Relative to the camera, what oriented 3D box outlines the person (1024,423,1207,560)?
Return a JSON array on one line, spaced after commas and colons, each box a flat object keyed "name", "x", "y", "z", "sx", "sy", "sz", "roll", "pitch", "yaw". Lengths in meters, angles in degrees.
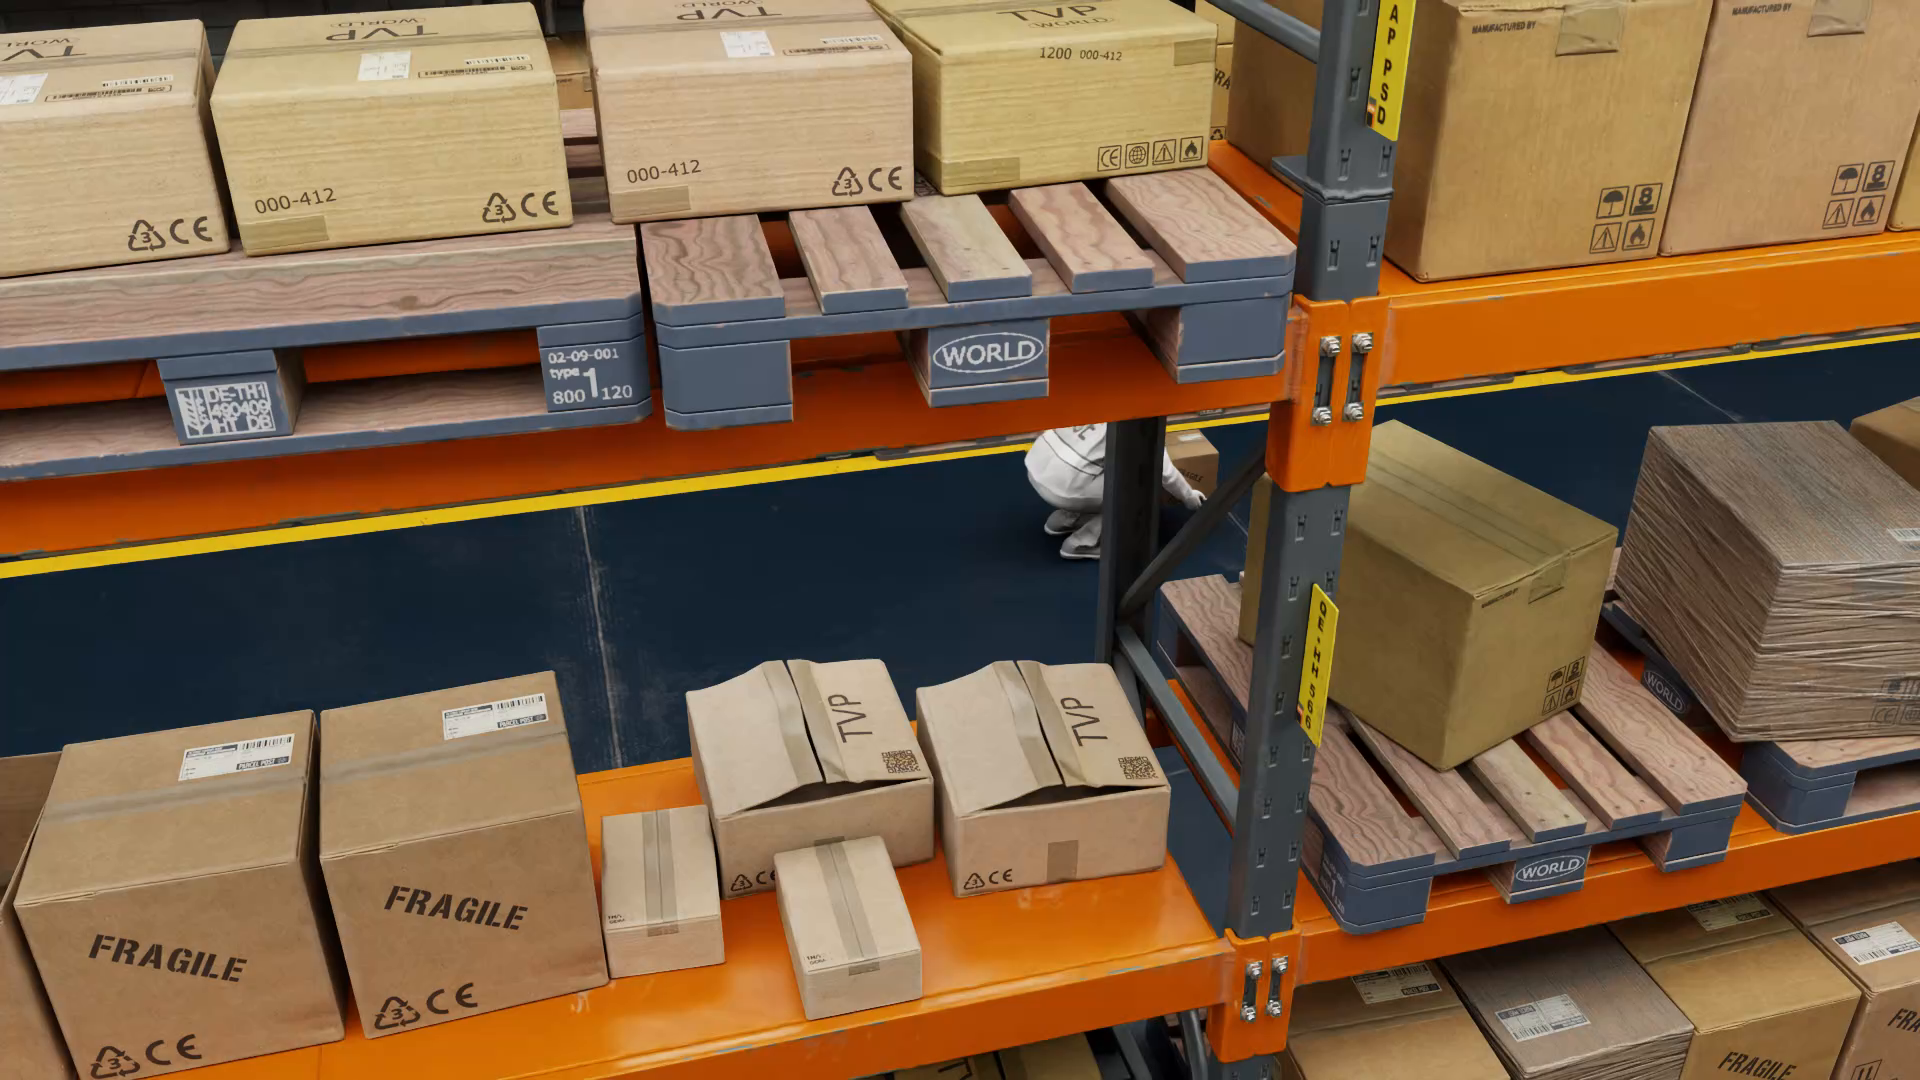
[{"name": "person", "x": 0.706, "y": -0.415, "z": 7.542, "sx": 0.824, "sy": 0.964, "sz": 0.500, "roll": -8, "pitch": 31, "yaw": -13}]
